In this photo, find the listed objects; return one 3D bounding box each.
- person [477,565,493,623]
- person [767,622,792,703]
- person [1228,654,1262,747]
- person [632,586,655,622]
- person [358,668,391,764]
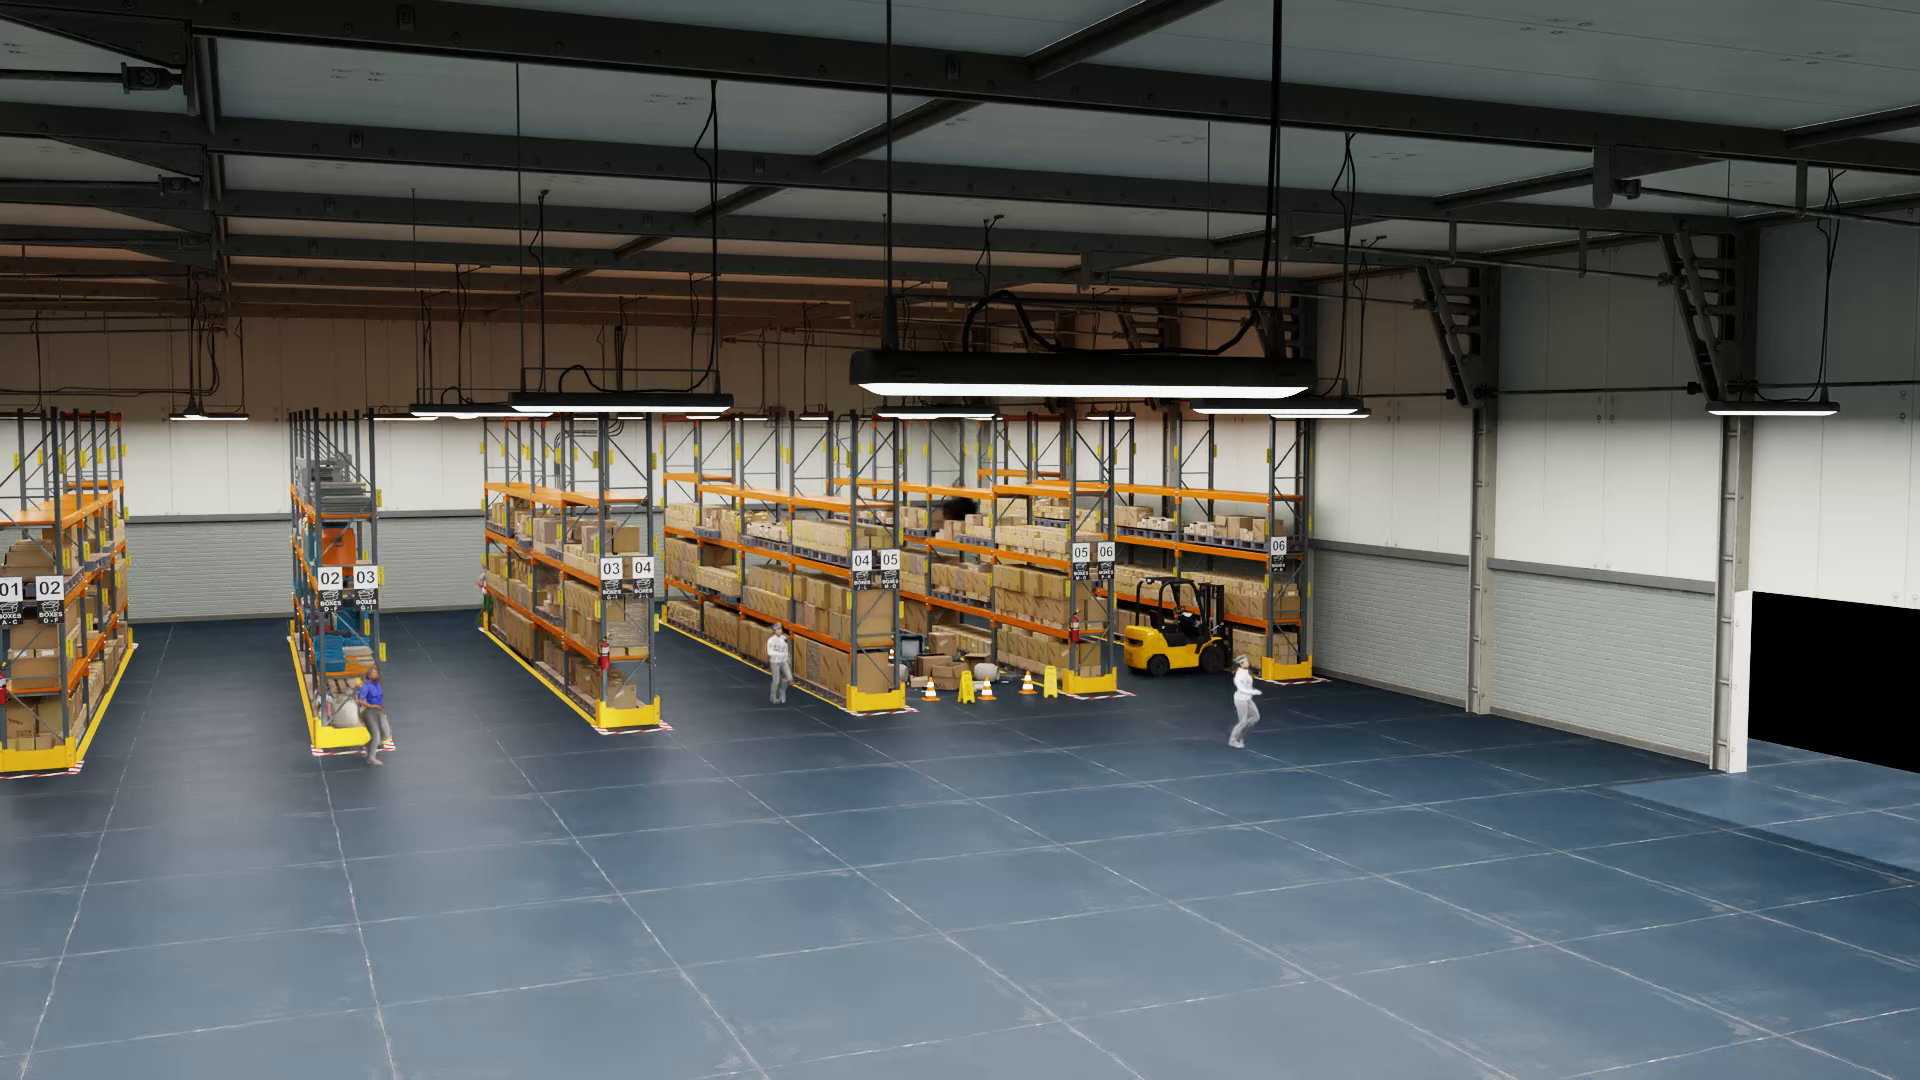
[{"bbox_3d":[-13.397,1.530,47.330,0.704,1.799,0.621,-1,4,-10],"label":"person"},{"bbox_3d":[-3.659,2.501,33.886,0.587,1.661,0.631,-3,5,-36],"label":"person"},{"bbox_3d":[5.045,2.829,29.359,0.584,1.660,0.595,2,4,23],"label":"person"},{"bbox_3d":[-8.531,1.759,44.744,0.681,1.690,0.666,-1,4,-17],"label":"person"},{"bbox_3d":[-9.861,2.965,28.008,0.573,1.629,0.611,1,4,19],"label":"person"}]
